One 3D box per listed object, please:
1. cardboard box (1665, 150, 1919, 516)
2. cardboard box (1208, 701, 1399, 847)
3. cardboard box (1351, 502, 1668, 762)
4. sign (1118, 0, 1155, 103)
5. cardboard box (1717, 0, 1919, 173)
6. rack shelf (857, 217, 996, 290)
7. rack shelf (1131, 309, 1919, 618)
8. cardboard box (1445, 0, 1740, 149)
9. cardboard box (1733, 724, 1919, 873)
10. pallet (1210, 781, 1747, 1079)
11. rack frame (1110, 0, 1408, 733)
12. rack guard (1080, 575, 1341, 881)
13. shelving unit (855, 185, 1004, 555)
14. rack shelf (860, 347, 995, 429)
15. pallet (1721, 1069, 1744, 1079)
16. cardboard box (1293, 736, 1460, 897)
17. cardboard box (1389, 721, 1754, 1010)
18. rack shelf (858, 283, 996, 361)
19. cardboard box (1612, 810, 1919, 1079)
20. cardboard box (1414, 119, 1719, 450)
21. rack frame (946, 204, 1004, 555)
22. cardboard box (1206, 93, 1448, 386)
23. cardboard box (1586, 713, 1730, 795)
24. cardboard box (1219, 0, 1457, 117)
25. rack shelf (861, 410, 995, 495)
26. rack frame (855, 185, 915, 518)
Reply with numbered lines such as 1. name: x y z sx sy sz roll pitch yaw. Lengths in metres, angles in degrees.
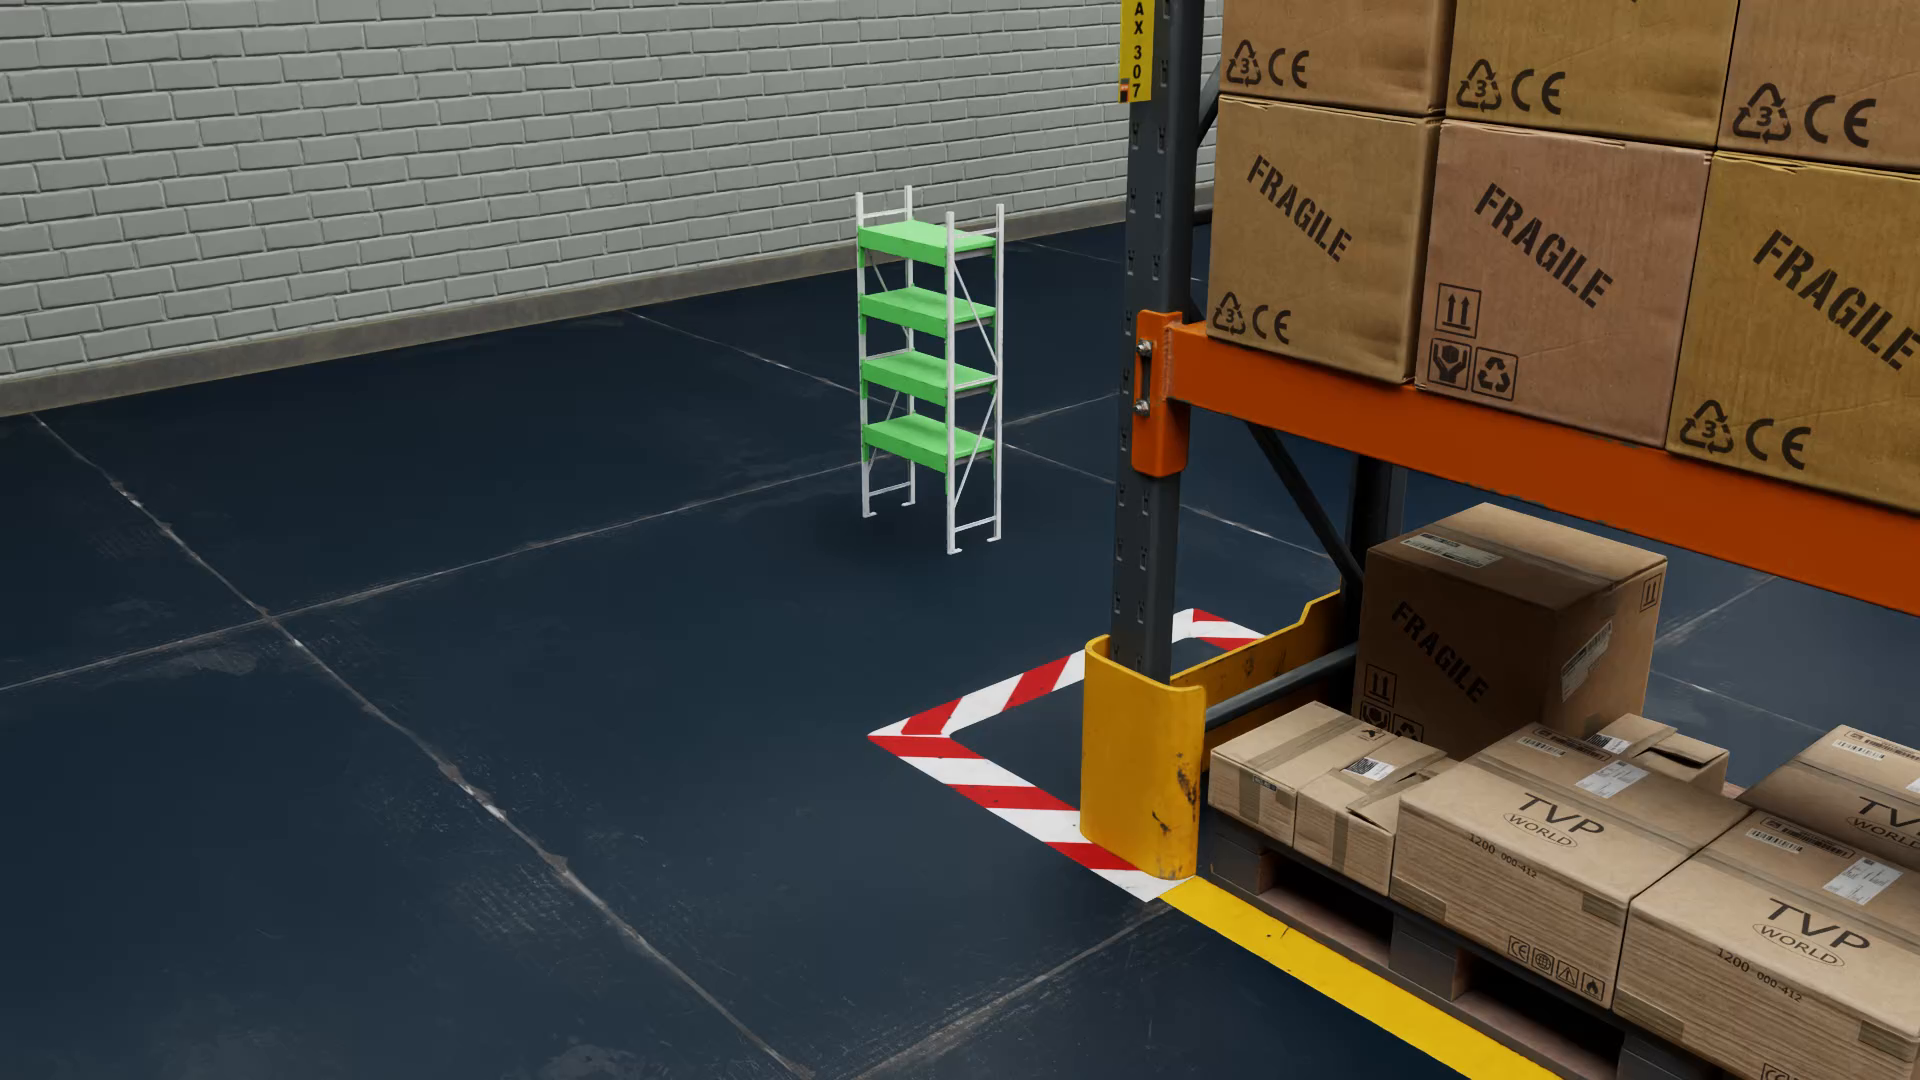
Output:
1. cardboard box: 1.533 -0.370 2.679 0.500 0.500 0.500 -18 27 -38
2. cardboard box: 0.790 0.530 3.823 0.380 0.149 0.250 -17 27 -37
3. cardboard box: 1.318 0.261 4.029 0.500 0.500 0.500 -17 27 -37
4. sign: 0.366 -1.064 3.399 0.100 0.325 0.005 -17 27 -37
5. cardboard box: 1.536 -0.834 2.493 0.500 0.500 0.500 -17 27 -37
6. rack shelf: -0.108 -0.992 5.730 0.258 0.148 0.480 -17 27 -37
7. rack shelf: 2.082 0.098 2.608 1.077 0.370 4.000 -17 27 -37
8. cardboard box: 1.213 -0.974 2.849 0.500 0.500 0.500 -17 27 -37
9. cardboard box: 1.916 0.647 3.386 0.500 0.250 0.500 -17 27 -37
10. pallet: 1.347 0.750 3.780 1.003 0.211 1.213 -17 27 -37
11. rack frame: 0.777 -0.790 3.887 1.000 3.000 0.127 -17 27 -37
12. rack guard: 0.826 0.395 4.289 1.175 0.500 0.348 -17 27 -37
13. shelving unit: -0.108 -0.604 5.882 0.258 1.200 0.503 -17 27 -37
14. rack shelf: -0.108 -0.545 5.905 0.258 0.148 0.480 -17 27 -37
15. pallet: 2.140 1.087 2.920 1.003 0.211 1.213 -17 27 -37
16. cardboard box: 0.953 0.591 3.643 0.380 0.166 0.250 -17 27 -37
17. cardboard box: 1.243 0.642 3.400 0.500 0.250 0.500 -17 27 -37
18. rack shelf: -0.108 -0.768 5.818 0.258 0.148 0.480 -17 27 -37
19. cardboard box: 1.569 0.780 3.047 0.500 0.250 0.500 -17 27 -37
20. cardboard box: 1.207 -0.510 3.035 0.500 0.500 0.500 -18 28 -38
21. rack frame: 0.051 -0.537 5.710 0.240 1.200 0.015 -17 27 -37
22. cardboard box: 0.867 -0.651 3.396 0.500 0.500 0.500 -17 27 -36
23. cardboard box: 1.514 0.550 3.749 0.380 0.166 0.250 -17 27 -37
24. cardboard box: 0.867 -1.116 3.213 0.500 0.500 0.500 -16 27 -36
25. rack shelf: -0.108 -0.321 5.993 0.258 0.148 0.480 -17 27 -37
26. rack frame: -0.267 -0.672 6.054 0.240 1.200 0.015 -17 27 -37
